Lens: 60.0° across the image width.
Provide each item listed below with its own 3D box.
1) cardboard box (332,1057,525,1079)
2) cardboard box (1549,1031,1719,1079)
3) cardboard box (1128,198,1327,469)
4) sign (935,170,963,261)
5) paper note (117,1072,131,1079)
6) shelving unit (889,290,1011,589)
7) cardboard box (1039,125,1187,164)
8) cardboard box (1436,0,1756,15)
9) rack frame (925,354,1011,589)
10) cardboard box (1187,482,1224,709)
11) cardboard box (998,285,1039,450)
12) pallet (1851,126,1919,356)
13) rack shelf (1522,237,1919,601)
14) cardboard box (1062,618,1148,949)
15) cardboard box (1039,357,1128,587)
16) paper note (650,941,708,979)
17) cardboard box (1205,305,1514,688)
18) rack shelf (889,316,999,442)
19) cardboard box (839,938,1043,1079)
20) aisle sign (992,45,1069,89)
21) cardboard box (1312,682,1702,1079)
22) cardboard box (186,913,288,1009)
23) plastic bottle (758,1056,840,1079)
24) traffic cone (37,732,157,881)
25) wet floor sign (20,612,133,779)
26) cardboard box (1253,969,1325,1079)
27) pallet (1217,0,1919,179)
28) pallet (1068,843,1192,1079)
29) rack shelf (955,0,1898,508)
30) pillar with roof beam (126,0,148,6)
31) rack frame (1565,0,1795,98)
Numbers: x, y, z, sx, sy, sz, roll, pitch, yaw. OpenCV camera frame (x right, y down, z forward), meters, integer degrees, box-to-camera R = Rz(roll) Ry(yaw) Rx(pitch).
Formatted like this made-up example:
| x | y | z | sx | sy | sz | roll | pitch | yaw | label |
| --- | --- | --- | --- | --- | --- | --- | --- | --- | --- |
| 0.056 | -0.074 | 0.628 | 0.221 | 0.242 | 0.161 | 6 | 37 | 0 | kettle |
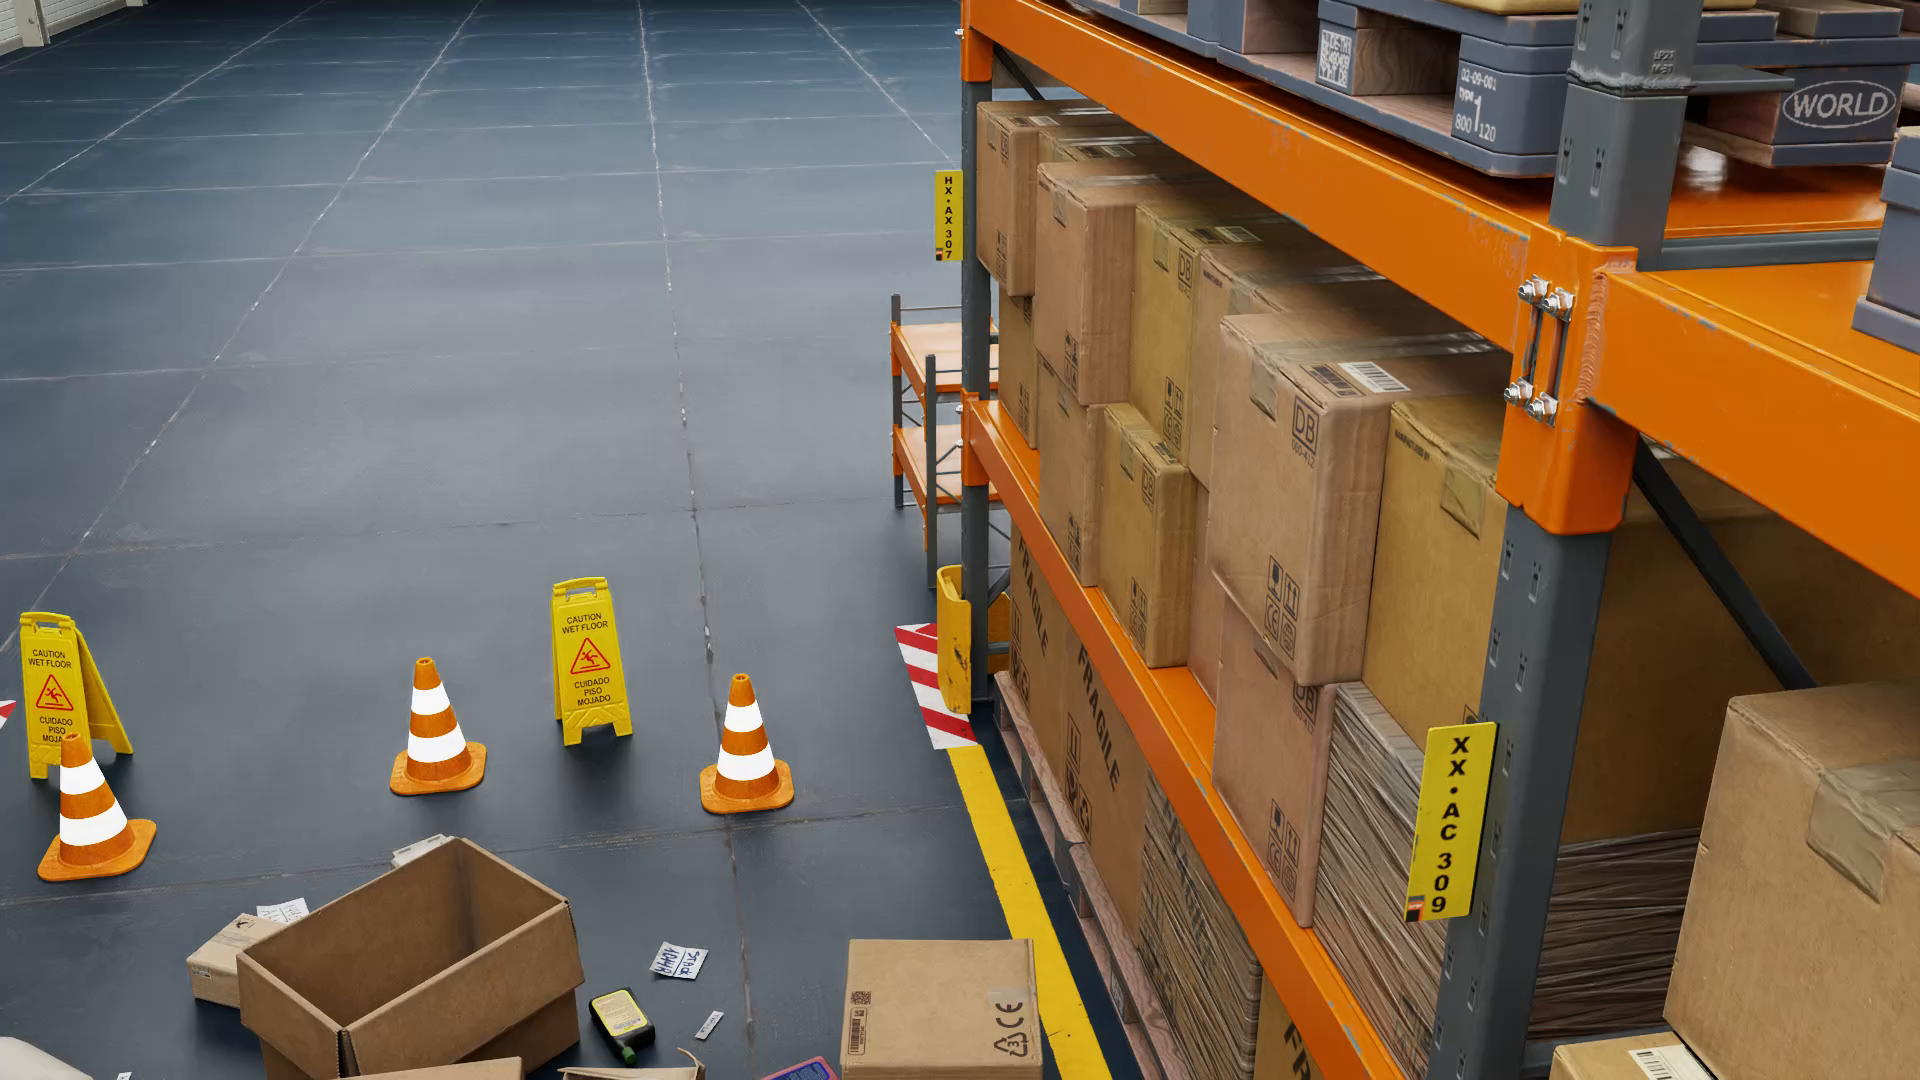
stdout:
| x | y | z | sx | sy | sz | roll | pitch | yaw | label |
| --- | --- | --- | --- | --- | --- | --- | --- | --- | --- |
| -1.345 | 1.585 | 3.823 | 0.797 | 0.637 | 0.503 | -4 | 24 | -10 | cardboard box |
| 1.080 | 0.981 | 2.132 | 0.500 | 0.500 | 0.500 | -4 | 24 | -9 | cardboard box |
| 0.926 | -0.550 | 4.224 | 0.875 | 0.550 | 0.500 | -4 | 24 | -10 | cardboard box |
| -0.039 | -1.168 | 5.996 | 0.100 | 0.325 | 0.005 | -4 | 24 | -10 | sign |
| -2.373 | 1.547 | 4.696 | 0.032 | 0.001 | 0.123 | -4 | 24 | -10 | paper note |
| 0.001 | -0.513 | 8.019 | 0.538 | 1.125 | 1.048 | -4 | 24 | -10 | shelving unit |
| 0.730 | -0.979 | 5.207 | 0.875 | 0.550 | 0.550 | -4 | 24 | -10 | cardboard box |
| 0.865 | -0.818 | 2.291 | 0.380 | 0.149 | 0.250 | -4 | 24 | -10 | cardboard box |
| 0.095 | -0.313 | 7.561 | 0.500 | 1.125 | 0.032 | -4 | 24 | -10 | rack frame |
| 1.059 | 0.151 | 3.969 | 0.875 | 0.550 | 0.550 | -4 | 24 | -10 | cardboard box |
| 0.620 | -0.700 | 5.917 | 0.875 | 0.550 | 0.550 | -4 | 24 | -10 | cardboard box |
| 1.465 | -0.130 | 1.292 | 0.805 | 0.209 | 1.217 | -5 | 24 | -12 | pallet |
| 1.617 | 0.541 | 0.414 | 1.077 | 0.370 | 4.000 | -4 | 24 | -10 | rack shelf |
| 0.862 | 0.615 | 5.223 | 0.875 | 0.875 | 0.875 | -5 | 24 | -11 | cardboard box |
| 0.724 | -0.255 | 4.900 | 0.875 | 0.550 | 0.550 | -4 | 24 | -10 | cardboard box |
| -0.879 | 1.314 | 5.206 | 0.144 | 0.017 | 0.142 | 4 | 24 | 9 | paper note |
| 0.997 | -0.119 | 3.239 | 0.875 | 0.550 | 0.550 | -4 | 24 | -10 | cardboard box |
| 0.001 | -0.781 | 7.902 | 0.538 | 0.278 | 1.000 | -4 | 24 | -10 | rack shelf |
| -0.049 | 1.409 | 4.395 | 0.500 | 0.500 | 0.500 | 0 | 24 | -1 | cardboard box |
| 0.199 | -1.971 | 5.766 | 0.394 | 0.787 | 0.004 | -4 | 24 | -10 | aisle sign |
| 1.167 | 0.587 | 2.971 | 0.875 | 0.550 | 0.550 | -4 | 24 | -10 | cardboard box |
| -2.111 | 1.305 | 5.077 | 0.380 | 0.149 | 0.250 | 8 | 25 | 18 | cardboard box |
| -0.485 | 1.543 | 4.640 | 0.283 | 0.061 | 0.133 | -13 | 27 | -28 | plastic bottle |
| -2.991 | 0.869 | 5.683 | 0.336 | 0.463 | 0.334 | -4 | 24 | -10 | traffic cone |
| -3.322 | 0.557 | 6.167 | 0.267 | 0.644 | 0.232 | 4 | 24 | 9 | wet floor sign |
| 1.199 | 1.328 | 3.591 | 0.875 | 0.875 | 0.875 | -4 | 24 | -9 | cardboard box |
| 1.106 | -0.857 | 2.827 | 1.003 | 0.211 | 1.213 | -4 | 24 | -10 | pallet |
| 0.954 | 1.292 | 5.028 | 1.003 | 0.211 | 1.213 | -4 | 24 | -10 | pallet |
| 0.877 | -1.032 | 4.016 | 1.077 | 0.370 | 4.000 | -4 | 24 | -10 | rack shelf |
| -11.290 | -14.526 | 30.266 | 9.100 | 9.000 | 0.400 | -4 | 24 | -10 | pillar with roof beam |
| 1.247 | -1.950 | 1.470 | 1.000 | 3.000 | 0.127 | -4 | 24 | -10 | rack frame |
